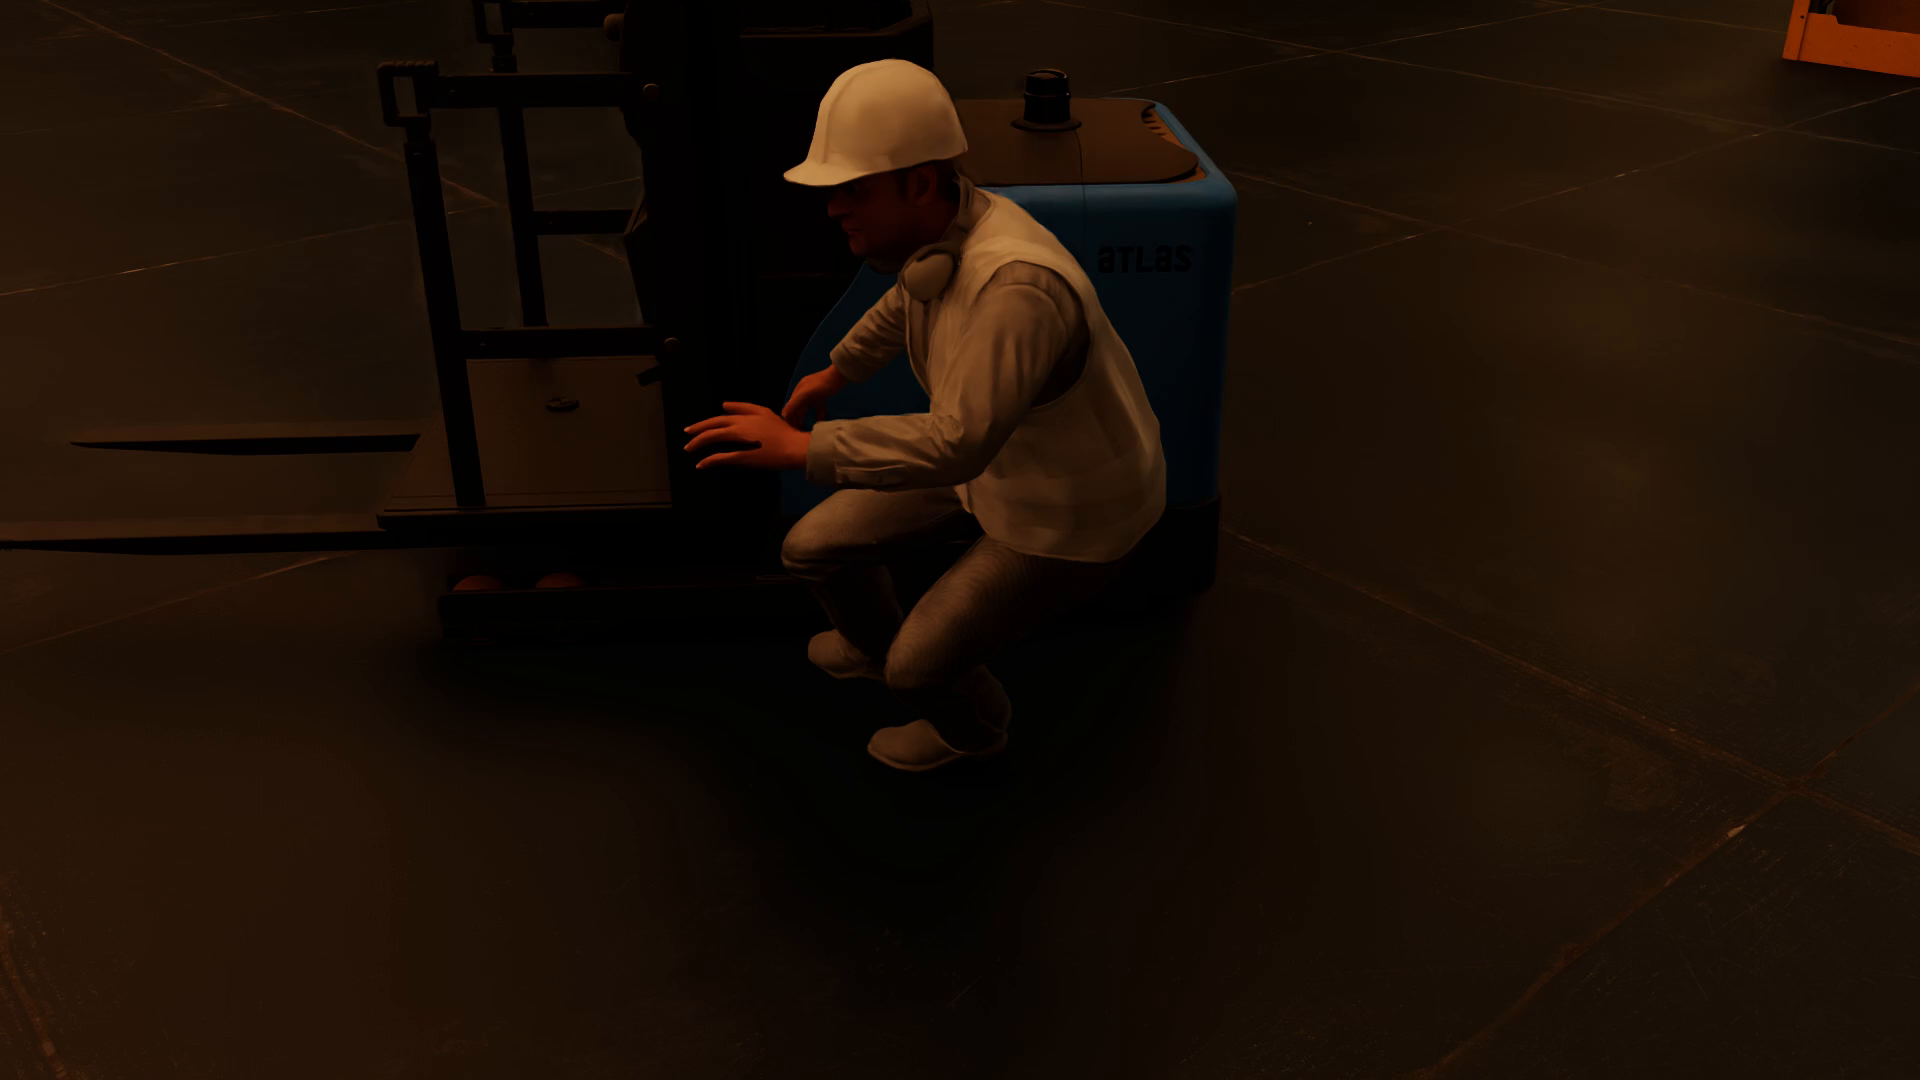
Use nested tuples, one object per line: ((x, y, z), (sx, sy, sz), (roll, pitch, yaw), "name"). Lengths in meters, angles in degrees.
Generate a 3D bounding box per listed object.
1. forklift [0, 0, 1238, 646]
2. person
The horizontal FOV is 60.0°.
((-0.903, -1.302, 3.828), (3.031, 2.935, 1.130), (-2, 26, -3), "forklift")
((-0.131, -0.109, 2.997), (0.907, 1.530, 1.052), (-14, 30, -26), "person")
